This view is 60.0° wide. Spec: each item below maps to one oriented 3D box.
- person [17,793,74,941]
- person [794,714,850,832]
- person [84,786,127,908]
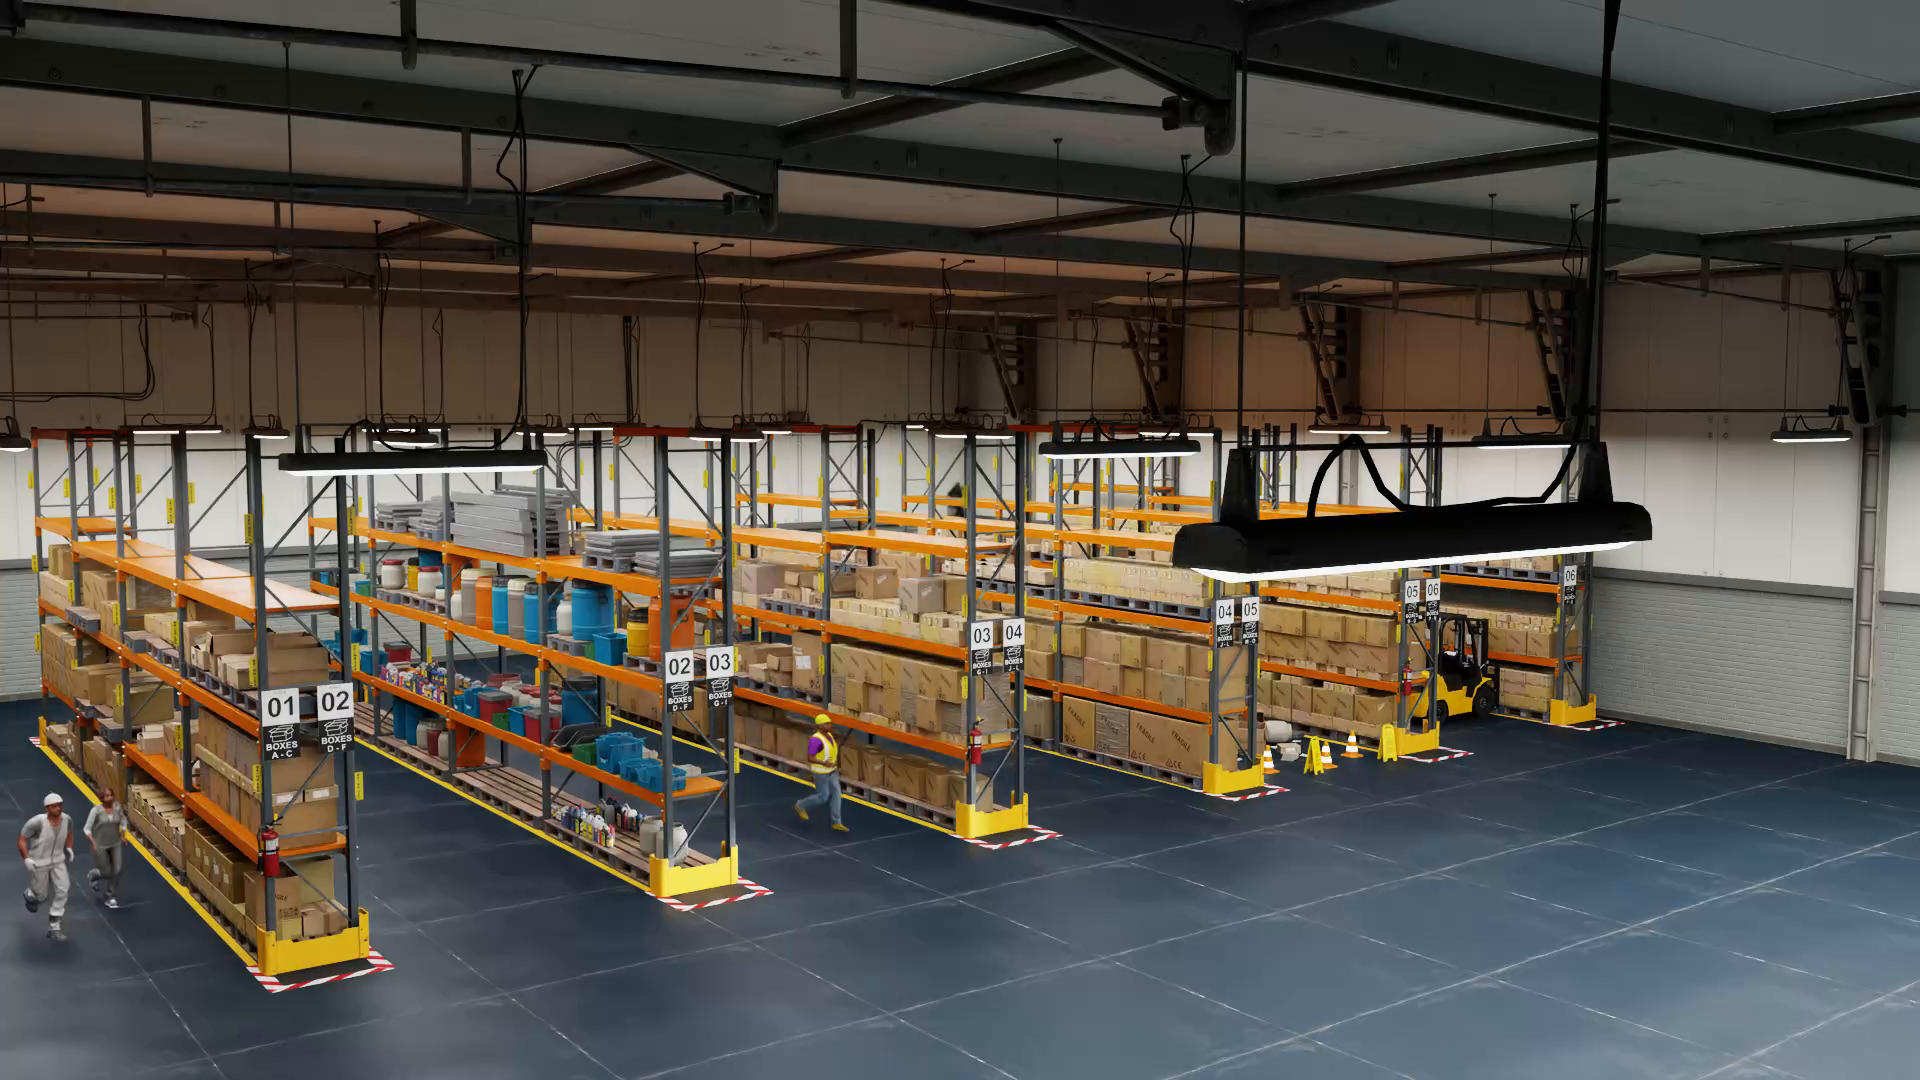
[{"bbox_3d":[-11.020,3.903,20.056,0.895,1.759,0.662,3,6,37],"label":"person"},{"bbox_3d":[-2.069,3.495,25.049,0.915,1.767,0.699,2,5,27],"label":"person"},{"bbox_3d":[-10.915,3.896,21.240,0.598,1.554,0.522,4,6,43],"label":"person"}]
